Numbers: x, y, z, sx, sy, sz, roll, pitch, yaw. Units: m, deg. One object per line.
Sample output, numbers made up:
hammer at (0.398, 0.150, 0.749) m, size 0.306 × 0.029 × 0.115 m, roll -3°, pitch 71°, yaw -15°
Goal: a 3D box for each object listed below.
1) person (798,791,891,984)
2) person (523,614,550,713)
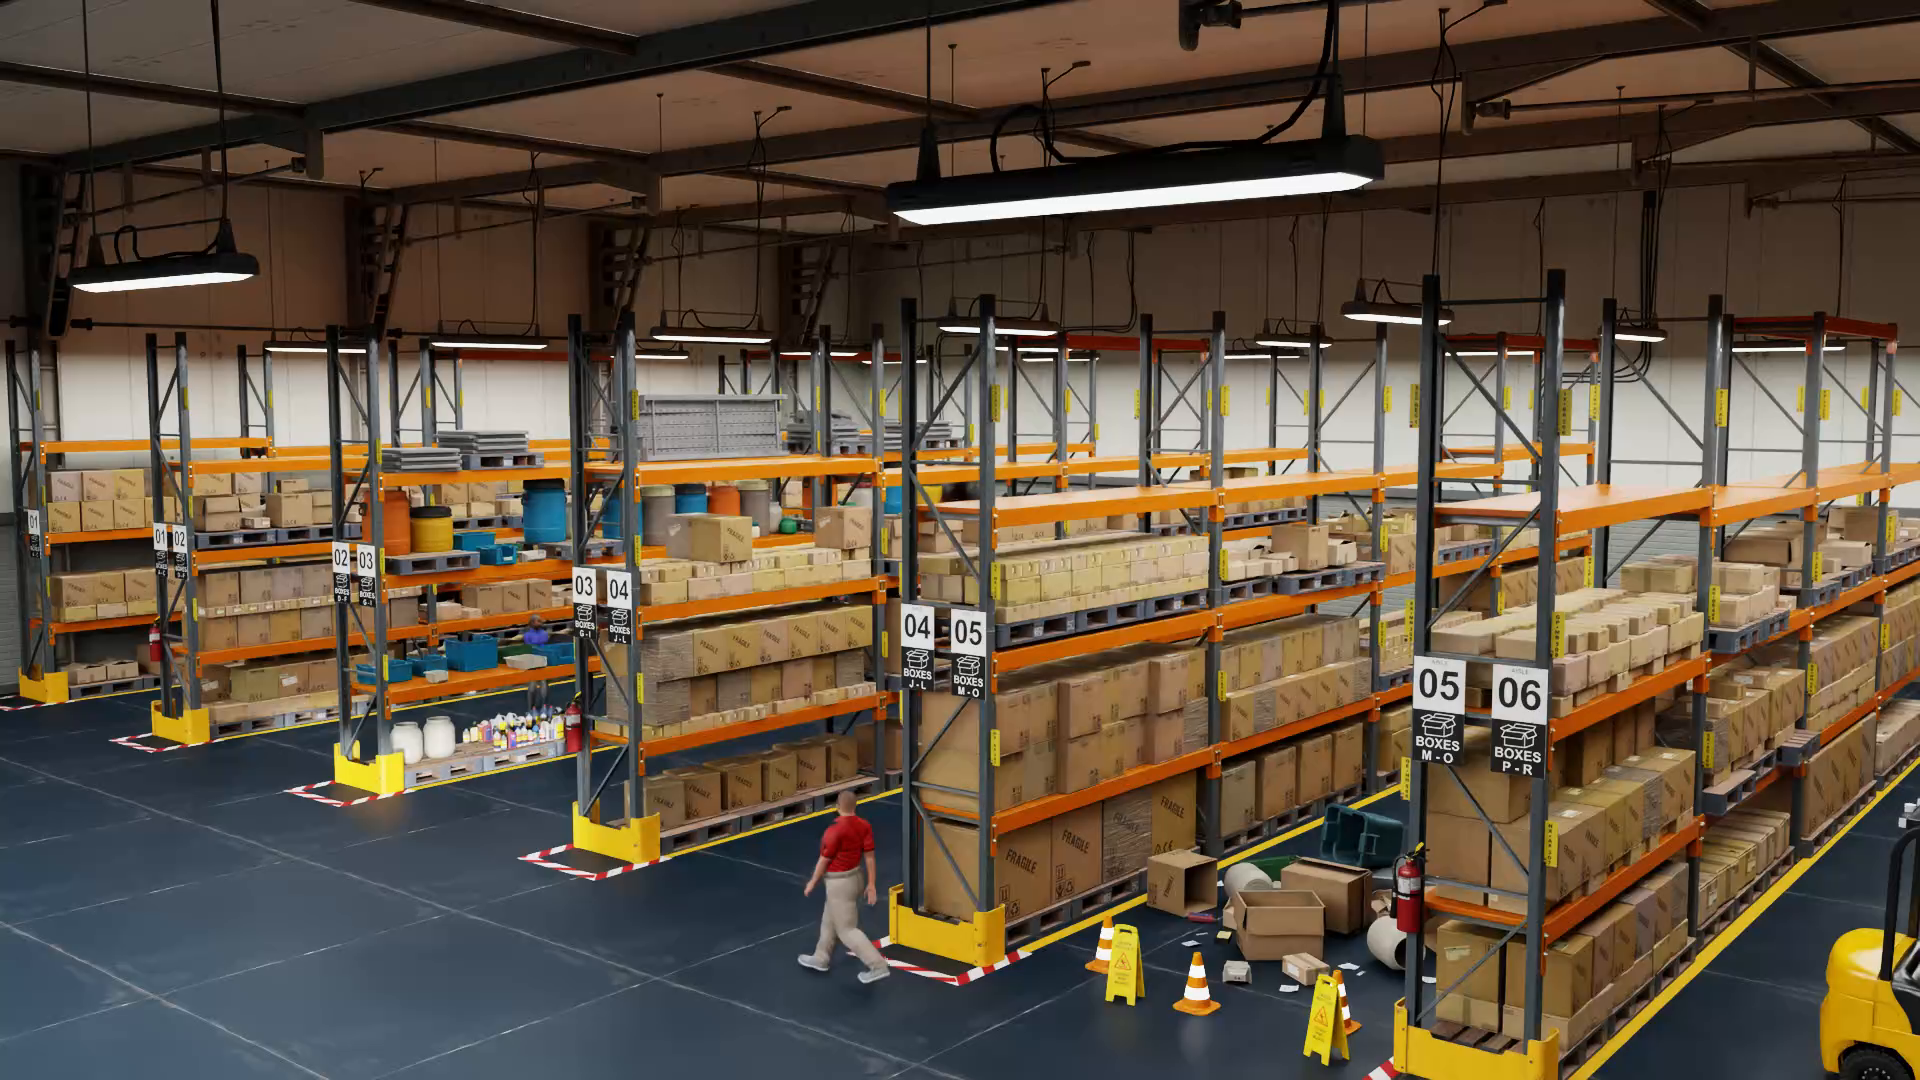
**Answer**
person at (-1.047, 3.014, 14.536) m, size 1.008 × 1.680 × 0.512 m, roll 2°, pitch 5°, yaw 19°
person at (-6.636, 2.024, 26.258) m, size 0.471 × 1.714 × 0.457 m, roll -3°, pitch 6°, yaw -26°
